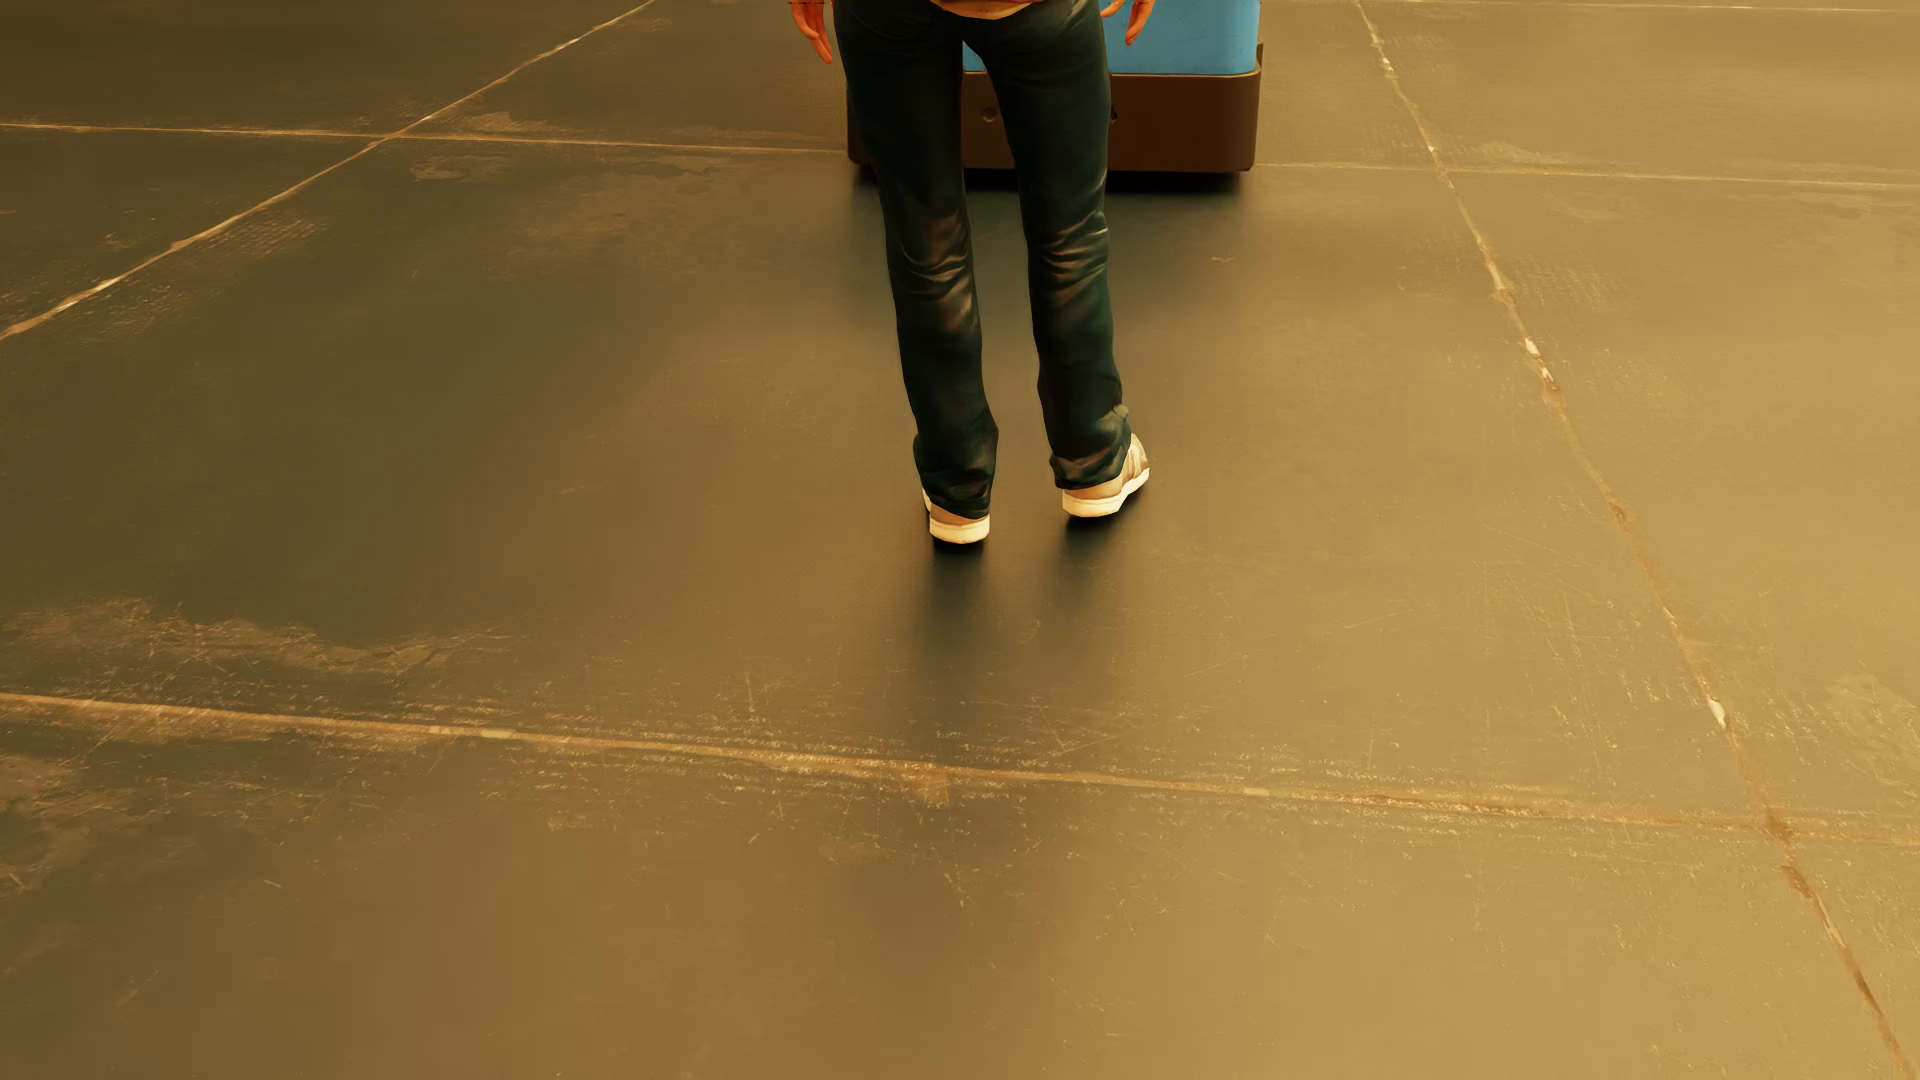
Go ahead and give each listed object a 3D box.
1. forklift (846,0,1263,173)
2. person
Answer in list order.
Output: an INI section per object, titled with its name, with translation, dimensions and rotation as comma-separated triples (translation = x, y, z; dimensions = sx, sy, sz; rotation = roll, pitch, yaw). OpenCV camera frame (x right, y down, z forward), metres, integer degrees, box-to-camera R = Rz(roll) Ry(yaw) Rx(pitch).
[forklift]
translation = 0.341, -2.860, 4.950
dimensions = 1.130, 2.935, 3.031
rotation = 2, 27, 4
[person]
translation = 0.023, -0.712, 2.225
dimensions = 0.521, 1.507, 0.473
rotation = 3, 27, 7
